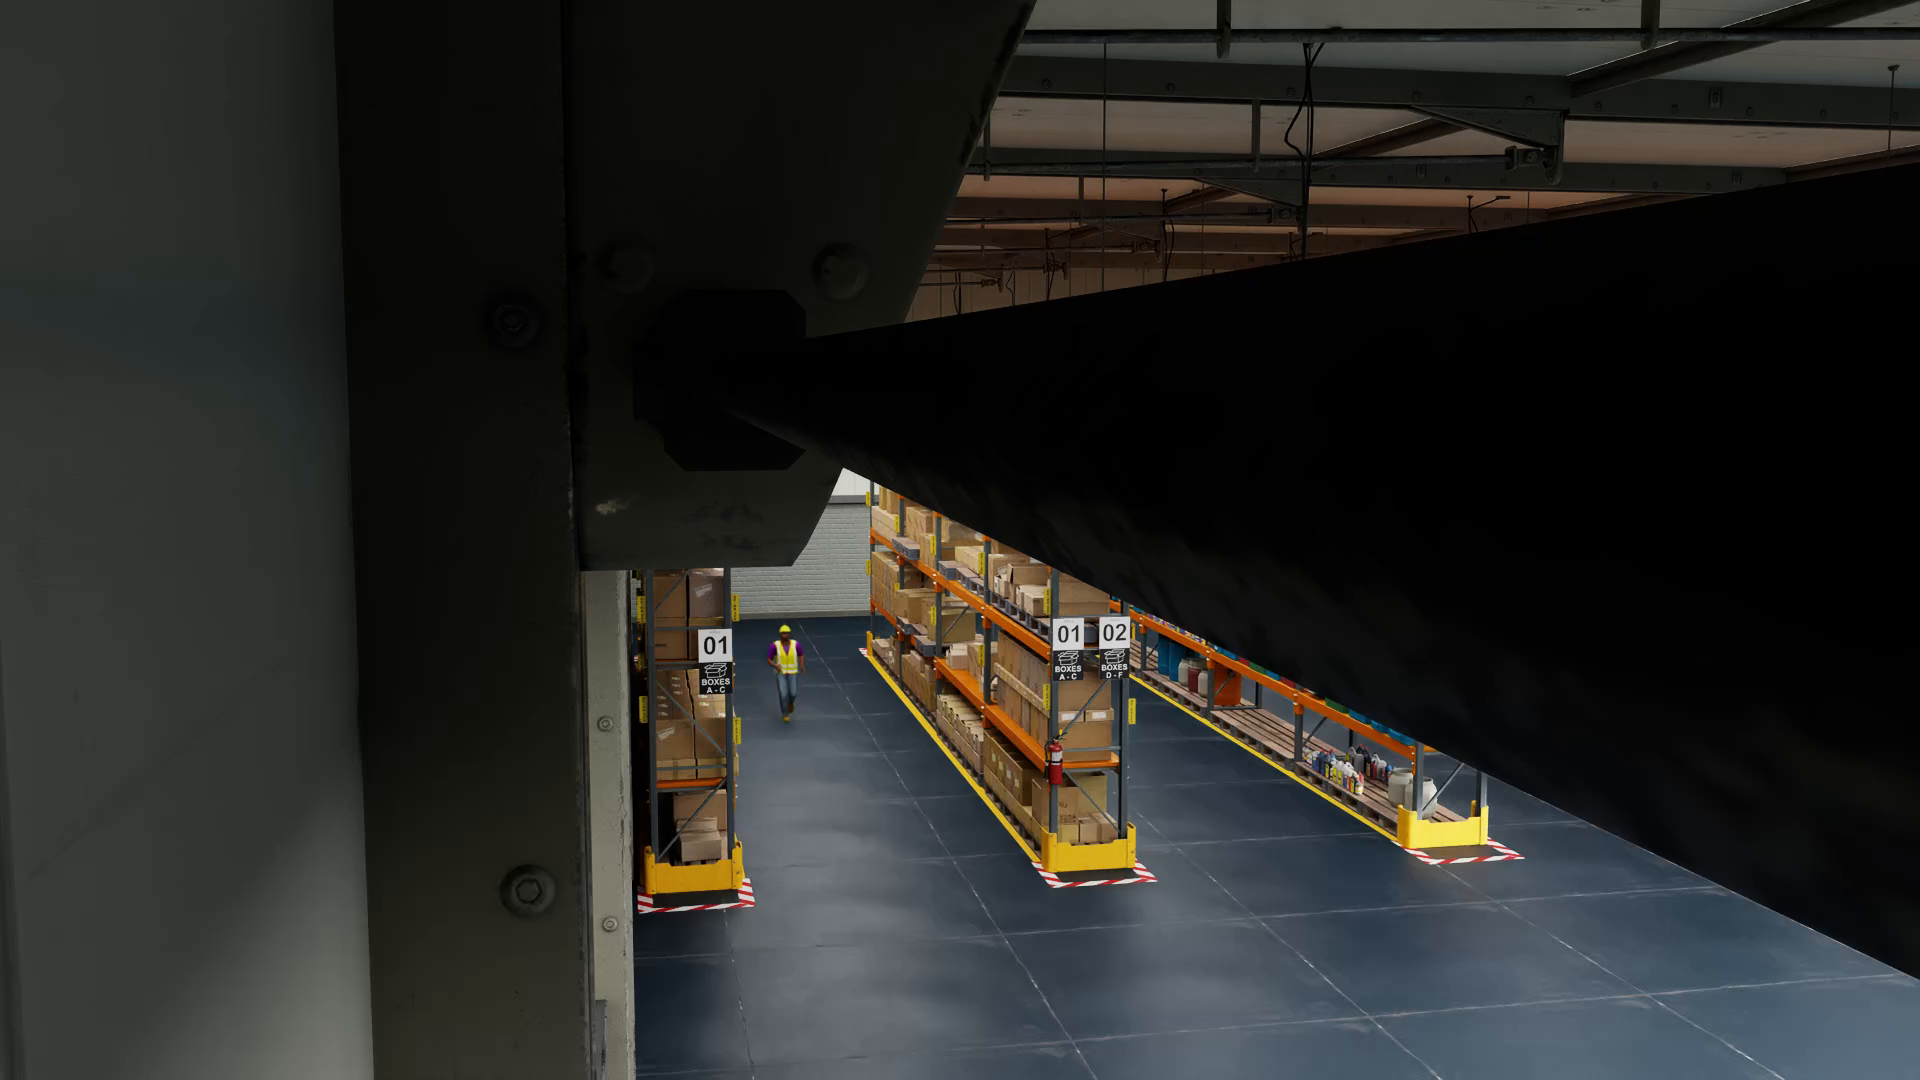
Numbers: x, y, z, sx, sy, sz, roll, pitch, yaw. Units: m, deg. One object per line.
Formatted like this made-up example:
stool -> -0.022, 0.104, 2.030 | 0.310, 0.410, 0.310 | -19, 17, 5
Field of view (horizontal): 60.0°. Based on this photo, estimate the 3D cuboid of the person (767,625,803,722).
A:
person -> -3.121, 2.374, 29.752 | 0.673, 1.723, 0.433 | -1, 6, -13
